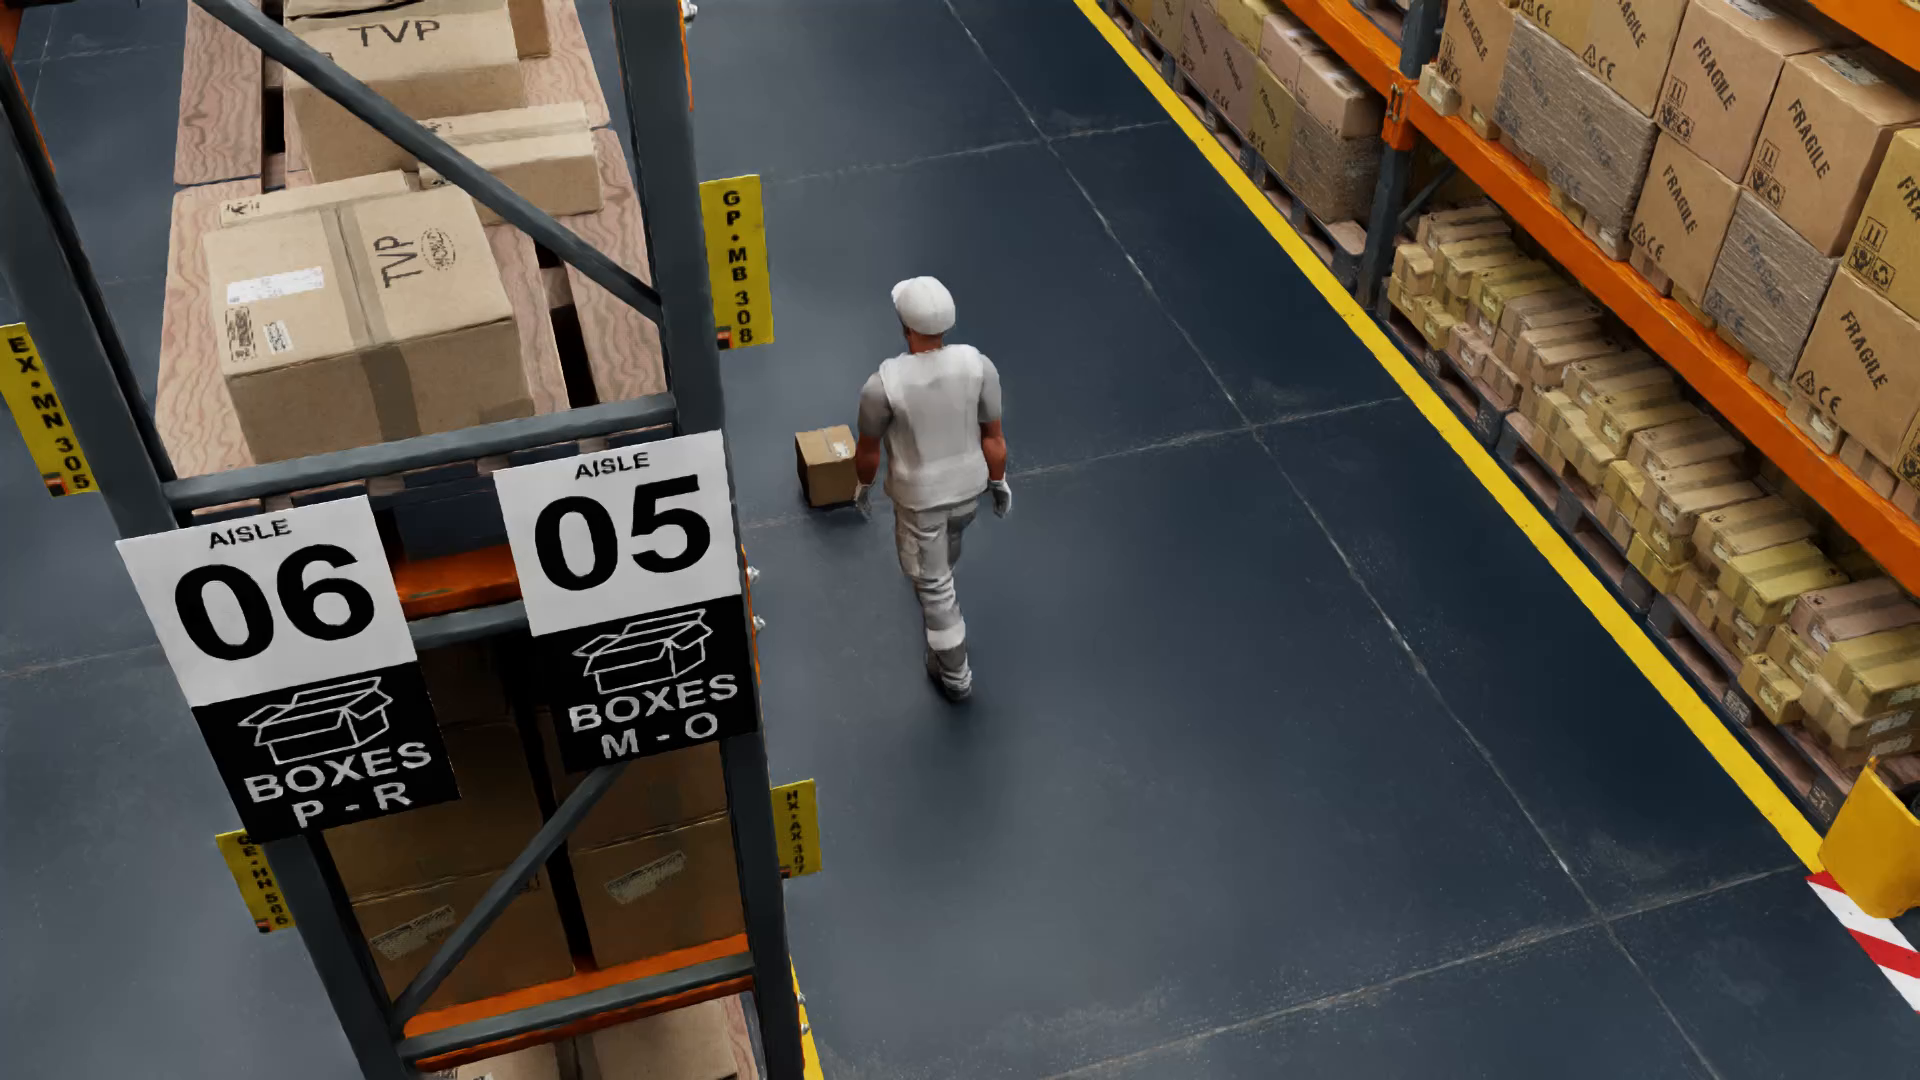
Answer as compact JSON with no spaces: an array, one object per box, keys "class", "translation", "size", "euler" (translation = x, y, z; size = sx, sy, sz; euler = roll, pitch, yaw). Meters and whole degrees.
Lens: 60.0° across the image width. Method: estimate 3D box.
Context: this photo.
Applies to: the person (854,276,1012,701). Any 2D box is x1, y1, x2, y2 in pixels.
[{"class":"person","translation":[-0.146,-0.279,6.445],"size":[0.570,1.751,0.888],"euler":[-16,44,-17]}]
